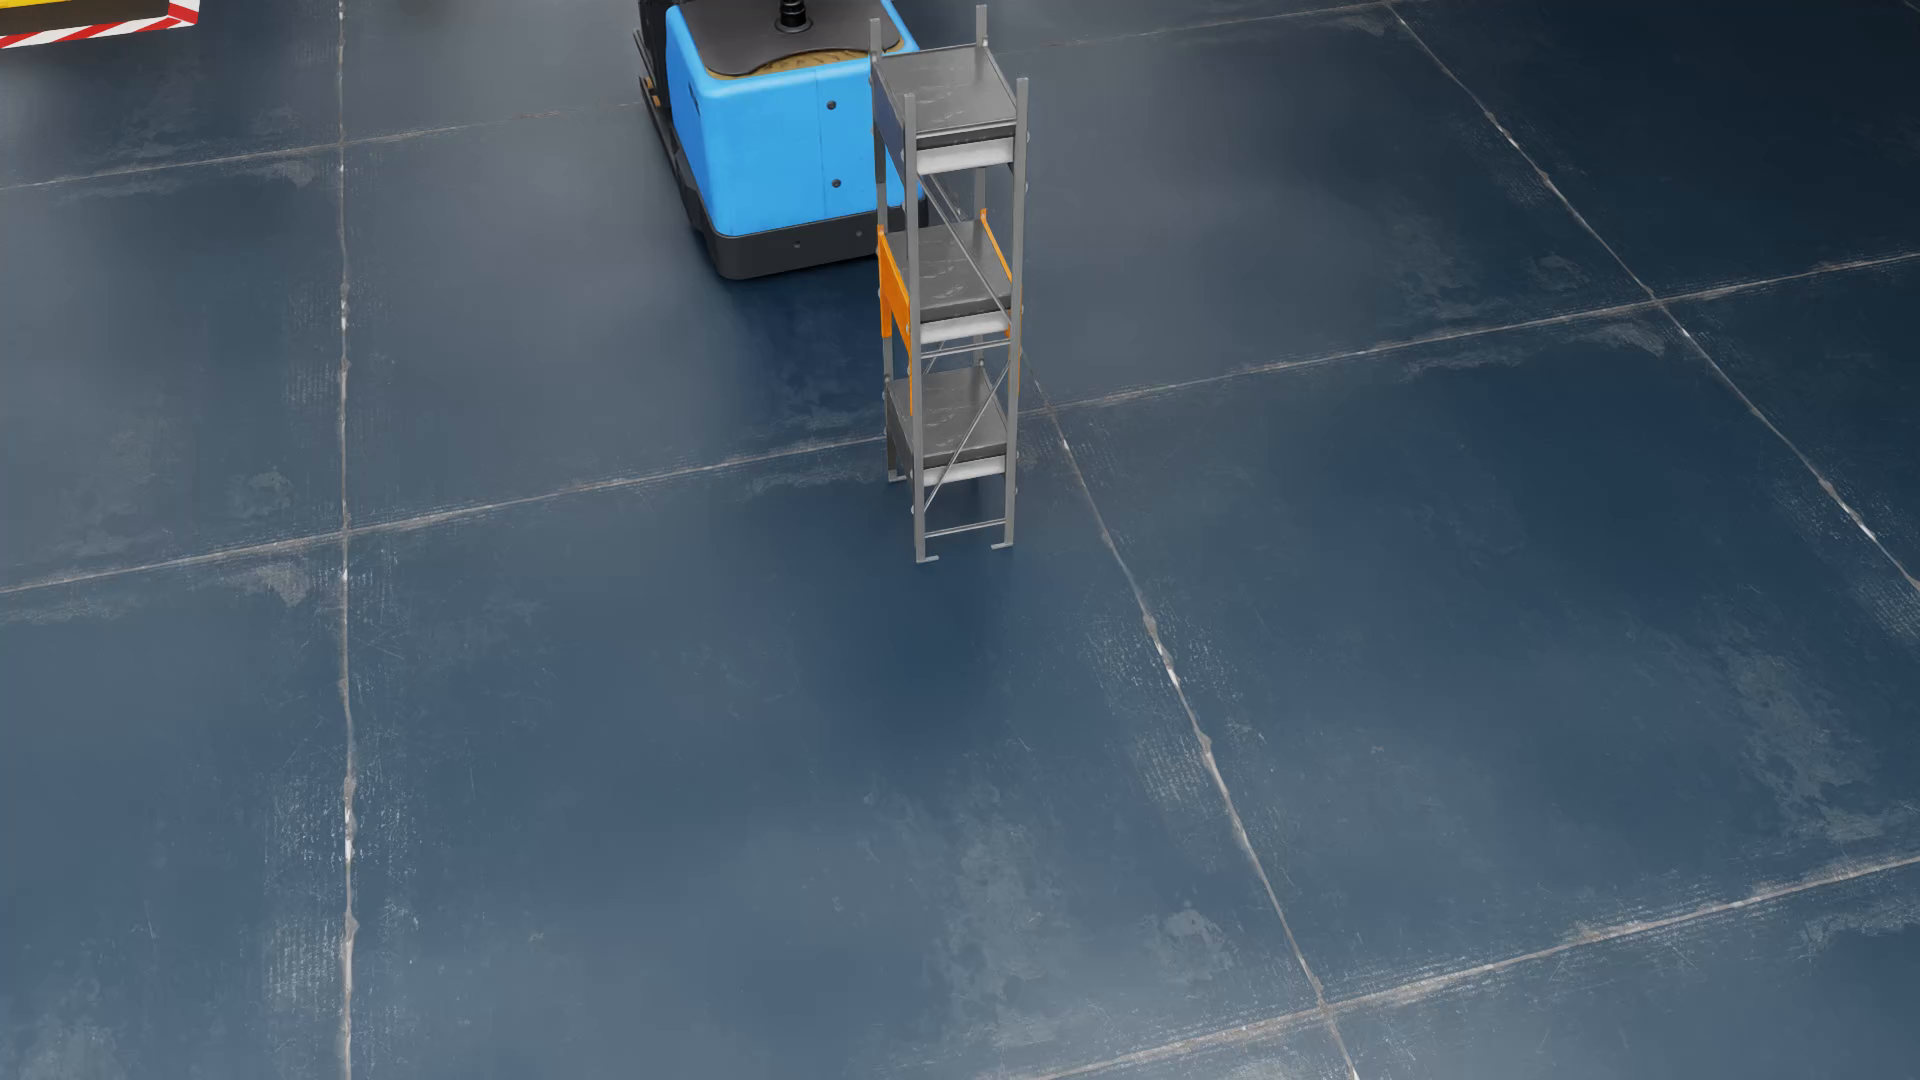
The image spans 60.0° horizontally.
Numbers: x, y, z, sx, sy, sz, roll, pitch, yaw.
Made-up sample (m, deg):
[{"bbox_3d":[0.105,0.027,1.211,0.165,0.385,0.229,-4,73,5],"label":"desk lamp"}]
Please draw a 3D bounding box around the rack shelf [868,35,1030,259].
[{"bbox_3d":[-0.042,-1.330,5.622,0.431,0.518,0.480,-11,47,-10],"label":"rack shelf"}]

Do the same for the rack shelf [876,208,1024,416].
[{"bbox_3d":[-0.042,-0.840,6.122,0.431,0.518,0.480,-11,47,-10],"label":"rack shelf"}]

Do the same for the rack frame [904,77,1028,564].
[{"bbox_3d":[0.020,-0.681,5.947,0.400,2.100,0.015,-11,47,-10],"label":"rack frame"}]

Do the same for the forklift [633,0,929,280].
[{"bbox_3d":[-1.099,-3.328,7.959,1.130,2.935,3.031,-13,47,-13],"label":"forklift"}]

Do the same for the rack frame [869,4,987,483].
[{"bbox_3d":[-0.105,-1.018,6.277,0.400,2.100,0.015,-11,47,-10],"label":"rack frame"}]

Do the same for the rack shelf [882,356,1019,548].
[{"bbox_3d":[-0.042,-0.350,6.622,0.431,0.518,0.480,-11,47,-10],"label":"rack shelf"}]

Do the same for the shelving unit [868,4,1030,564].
[{"bbox_3d":[-0.042,-0.849,6.112,0.431,2.100,0.503,-11,47,-10],"label":"shelving unit"}]
